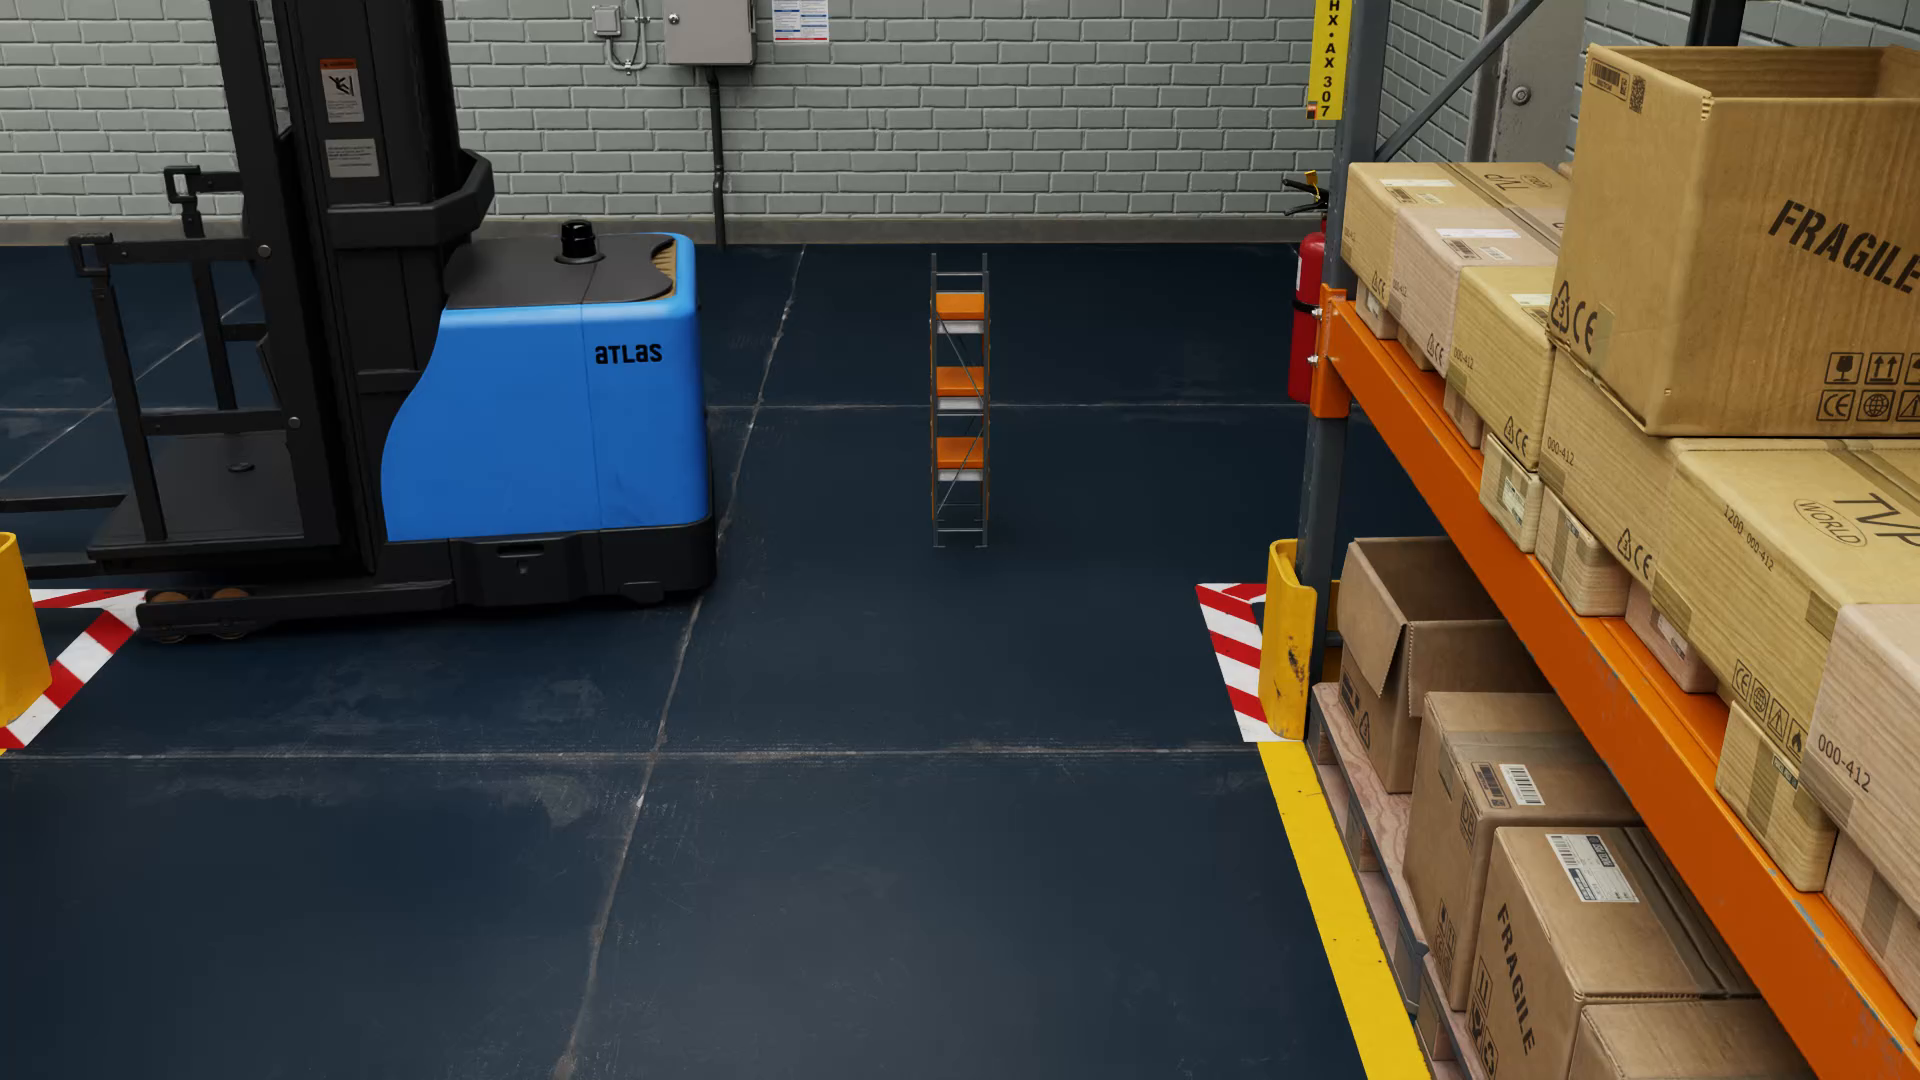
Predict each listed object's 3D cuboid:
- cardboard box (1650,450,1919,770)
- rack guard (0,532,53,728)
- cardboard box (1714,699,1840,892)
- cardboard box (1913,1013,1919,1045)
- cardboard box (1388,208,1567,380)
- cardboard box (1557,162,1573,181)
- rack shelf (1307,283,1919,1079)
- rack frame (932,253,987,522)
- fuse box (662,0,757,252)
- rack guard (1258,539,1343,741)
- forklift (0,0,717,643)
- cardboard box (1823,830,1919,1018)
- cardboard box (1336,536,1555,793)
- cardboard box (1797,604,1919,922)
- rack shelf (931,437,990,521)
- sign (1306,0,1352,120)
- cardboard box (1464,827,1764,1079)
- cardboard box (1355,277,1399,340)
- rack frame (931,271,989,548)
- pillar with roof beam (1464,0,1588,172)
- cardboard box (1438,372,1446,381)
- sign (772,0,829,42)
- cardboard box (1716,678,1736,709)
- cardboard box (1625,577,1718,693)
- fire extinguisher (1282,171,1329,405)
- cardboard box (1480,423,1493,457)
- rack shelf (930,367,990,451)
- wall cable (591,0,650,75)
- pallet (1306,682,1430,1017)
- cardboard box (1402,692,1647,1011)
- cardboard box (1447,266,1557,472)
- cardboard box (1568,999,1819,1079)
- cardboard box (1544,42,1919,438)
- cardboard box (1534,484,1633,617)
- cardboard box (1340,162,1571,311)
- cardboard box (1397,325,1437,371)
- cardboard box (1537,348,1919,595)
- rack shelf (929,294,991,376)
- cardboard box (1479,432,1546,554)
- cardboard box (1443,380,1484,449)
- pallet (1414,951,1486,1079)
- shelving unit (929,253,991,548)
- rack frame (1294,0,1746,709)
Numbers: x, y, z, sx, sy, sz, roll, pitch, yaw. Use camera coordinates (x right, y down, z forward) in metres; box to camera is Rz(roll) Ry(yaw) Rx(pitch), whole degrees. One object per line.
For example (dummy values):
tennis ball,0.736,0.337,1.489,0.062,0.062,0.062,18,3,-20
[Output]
cardboard box,1.297,0.084,2.246,0.500,0.250,0.500,0,24,-1
rack guard,-3.448,0.276,5.033,1.175,0.500,0.348,0,24,-1
cardboard box,1.245,0.328,2.189,0.380,0.149,0.250,-1,24,-1
cardboard box,1.251,0.541,1.718,0.380,0.149,0.250,0,24,1
cardboard box,1.256,-0.548,3.643,0.500,0.250,0.500,0,24,0
cardboard box,1.786,-0.756,4.102,0.500,0.250,0.500,0,24,1
rack shelf,1.537,0.275,2.875,1.077,0.370,4.000,0,24,-1
rack frame,-0.002,-0.551,6.194,0.200,1.050,0.008,0,24,-1
fuse box,-1.431,-2.539,9.787,0.539,1.711,0.414,0,24,-1
rack guard,1.516,0.293,4.995,1.175,0.500,0.348,0,24,-1
forklift,-2.408,-1.227,5.406,3.031,2.935,1.130,-4,25,-8
cardboard box,1.276,0.433,1.957,0.380,0.149,0.250,0,24,1
cardboard box,1.427,0.322,4.418,0.797,0.503,0.637,-1,24,-3
cardboard box,1.289,0.289,1.792,0.500,0.250,0.500,0,24,0
rack shelf,-0.001,-0.238,6.201,0.215,0.259,0.240,0,24,-1
sign,0.973,-1.269,4.365,0.100,0.325,0.005,0,24,-1
cardboard box,1.303,0.894,3.157,0.500,0.500,0.500,0,24,0
cardboard box,1.244,-0.626,4.298,0.380,0.149,0.250,0,24,-1
rack frame,0.001,-0.450,5.971,0.200,1.050,0.008,0,24,-1
pillar with roof beam,-1.918,-4.706,5.735,9.100,9.000,0.400,0,24,-1
cardboard box,1.331,-0.413,3.828,0.380,0.149,0.250,-1,24,-1
sign,-0.939,-3.170,9.734,0.329,0.494,0.001,0,24,-1
cardboard box,1.354,0.221,2.426,0.380,0.149,0.250,0,24,0
cardboard box,1.304,0.120,2.650,0.380,0.149,0.250,0,24,-1
fire extinguisher,1.051,-0.730,4.771,0.296,0.674,0.183,0,24,-1
cardboard box,1.281,-0.199,3.355,0.380,0.149,0.250,0,24,0
rack shelf,-0.001,-0.491,6.087,0.215,0.259,0.240,0,24,-1
wall cable,-2.115,-3.650,9.448,0.588,1.984,0.122,0,24,-1
pallet,1.526,0.754,4.328,1.003,0.211,1.213,0,24,-1
cardboard box,1.398,0.676,3.640,0.700,0.500,0.500,1,24,2
cardboard box,1.265,-0.339,3.181,0.500,0.250,0.500,-1,24,-2
cardboard box,1.409,1.103,2.694,0.700,0.500,0.500,-1,24,-3
cardboard box,1.267,-0.479,2.581,0.500,0.500,0.500,0,24,1
cardboard box,1.232,0.014,2.884,0.380,0.149,0.250,0,24,1
cardboard box,1.251,-0.756,4.102,0.500,0.250,0.500,0,24,0
cardboard box,1.294,-0.521,4.067,0.380,0.149,0.250,0,24,1
cardboard box,1.292,-0.129,2.715,0.500,0.250,0.500,-1,24,-2
rack shelf,-0.001,-0.749,5.970,0.215,0.259,0.240,0,24,-1
cardboard box,1.209,-0.095,3.124,0.380,0.149,0.250,-1,24,-2
cardboard box,1.273,-0.309,3.597,0.380,0.149,0.250,0,24,1
pallet,1.536,1.255,3.219,1.003,0.211,1.213,0,24,-1
shelving unit,-0.001,-0.500,6.082,0.215,1.050,0.252,0,24,-1
rack frame,1.515,-0.877,4.549,1.000,3.000,0.127,0,24,-1
